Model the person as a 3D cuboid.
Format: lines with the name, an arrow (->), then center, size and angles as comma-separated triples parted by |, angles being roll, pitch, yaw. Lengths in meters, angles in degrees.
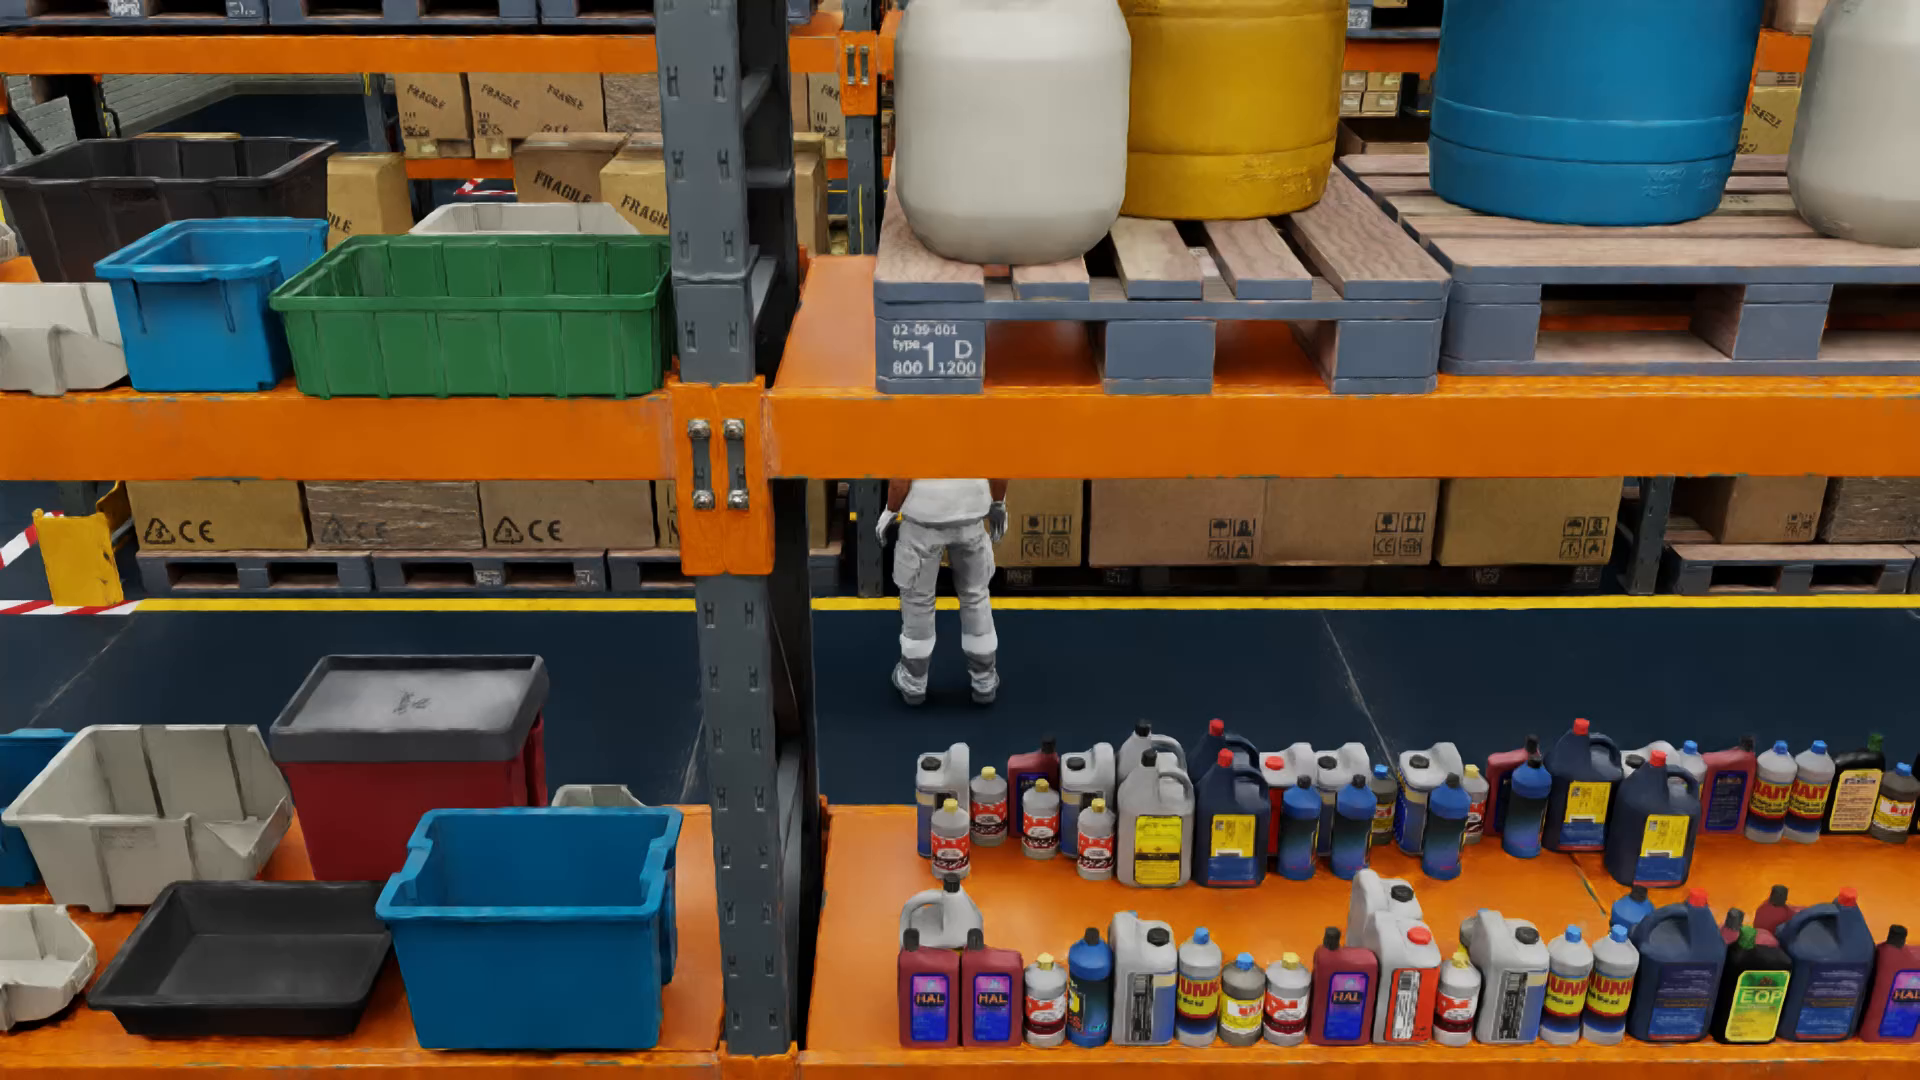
person -> -0.078, -0.120, 7.271 | 0.590, 1.787, 0.456 | -13, 27, -27
